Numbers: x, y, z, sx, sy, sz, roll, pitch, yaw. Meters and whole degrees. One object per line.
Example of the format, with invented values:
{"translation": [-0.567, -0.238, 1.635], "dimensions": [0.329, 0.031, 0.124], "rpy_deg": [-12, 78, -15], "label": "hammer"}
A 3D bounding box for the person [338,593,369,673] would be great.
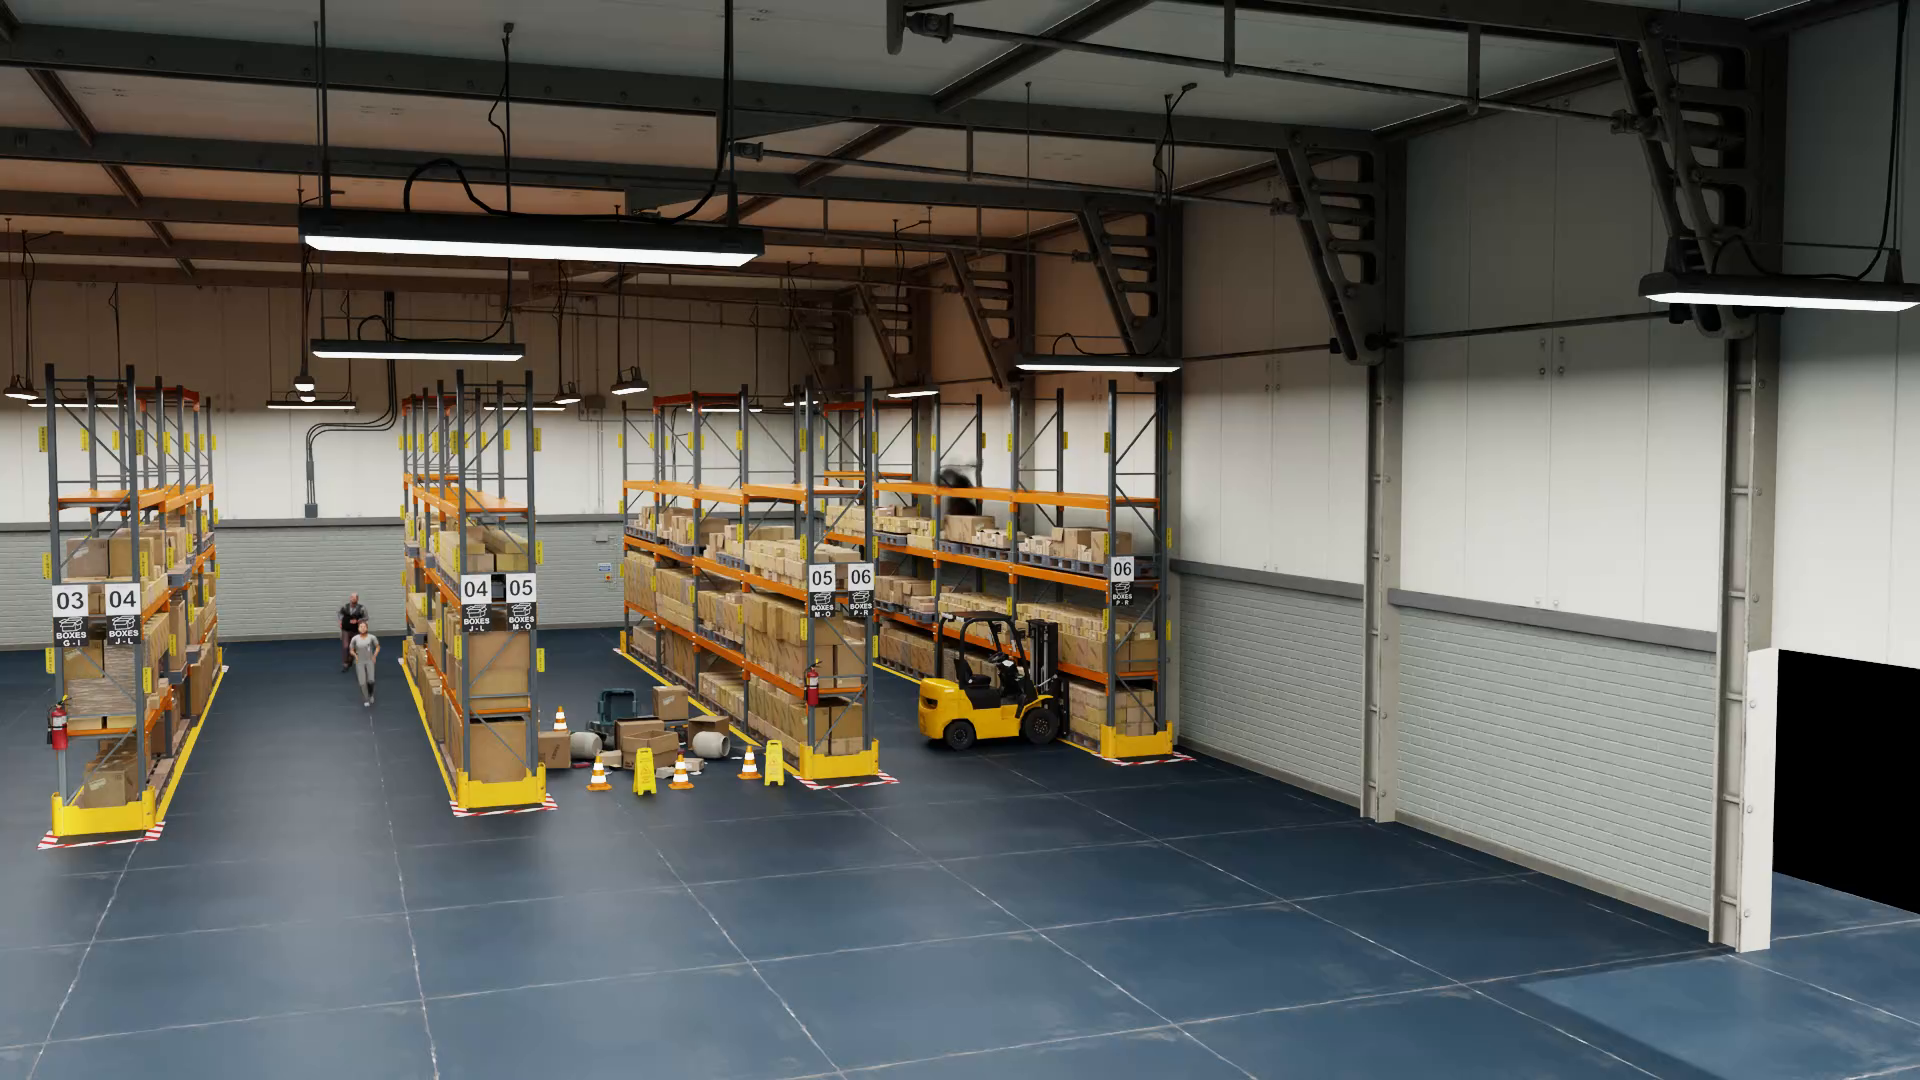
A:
{"translation": [-13.356, 2.023, 36.626], "dimensions": [0.668, 1.713, 0.895], "rpy_deg": [-1, 3, -15], "label": "person"}

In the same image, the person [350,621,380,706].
{"translation": [-11.242, 2.344, 31.414], "dimensions": [0.539, 1.626, 0.541], "rpy_deg": [-1, 4, -18], "label": "person"}
